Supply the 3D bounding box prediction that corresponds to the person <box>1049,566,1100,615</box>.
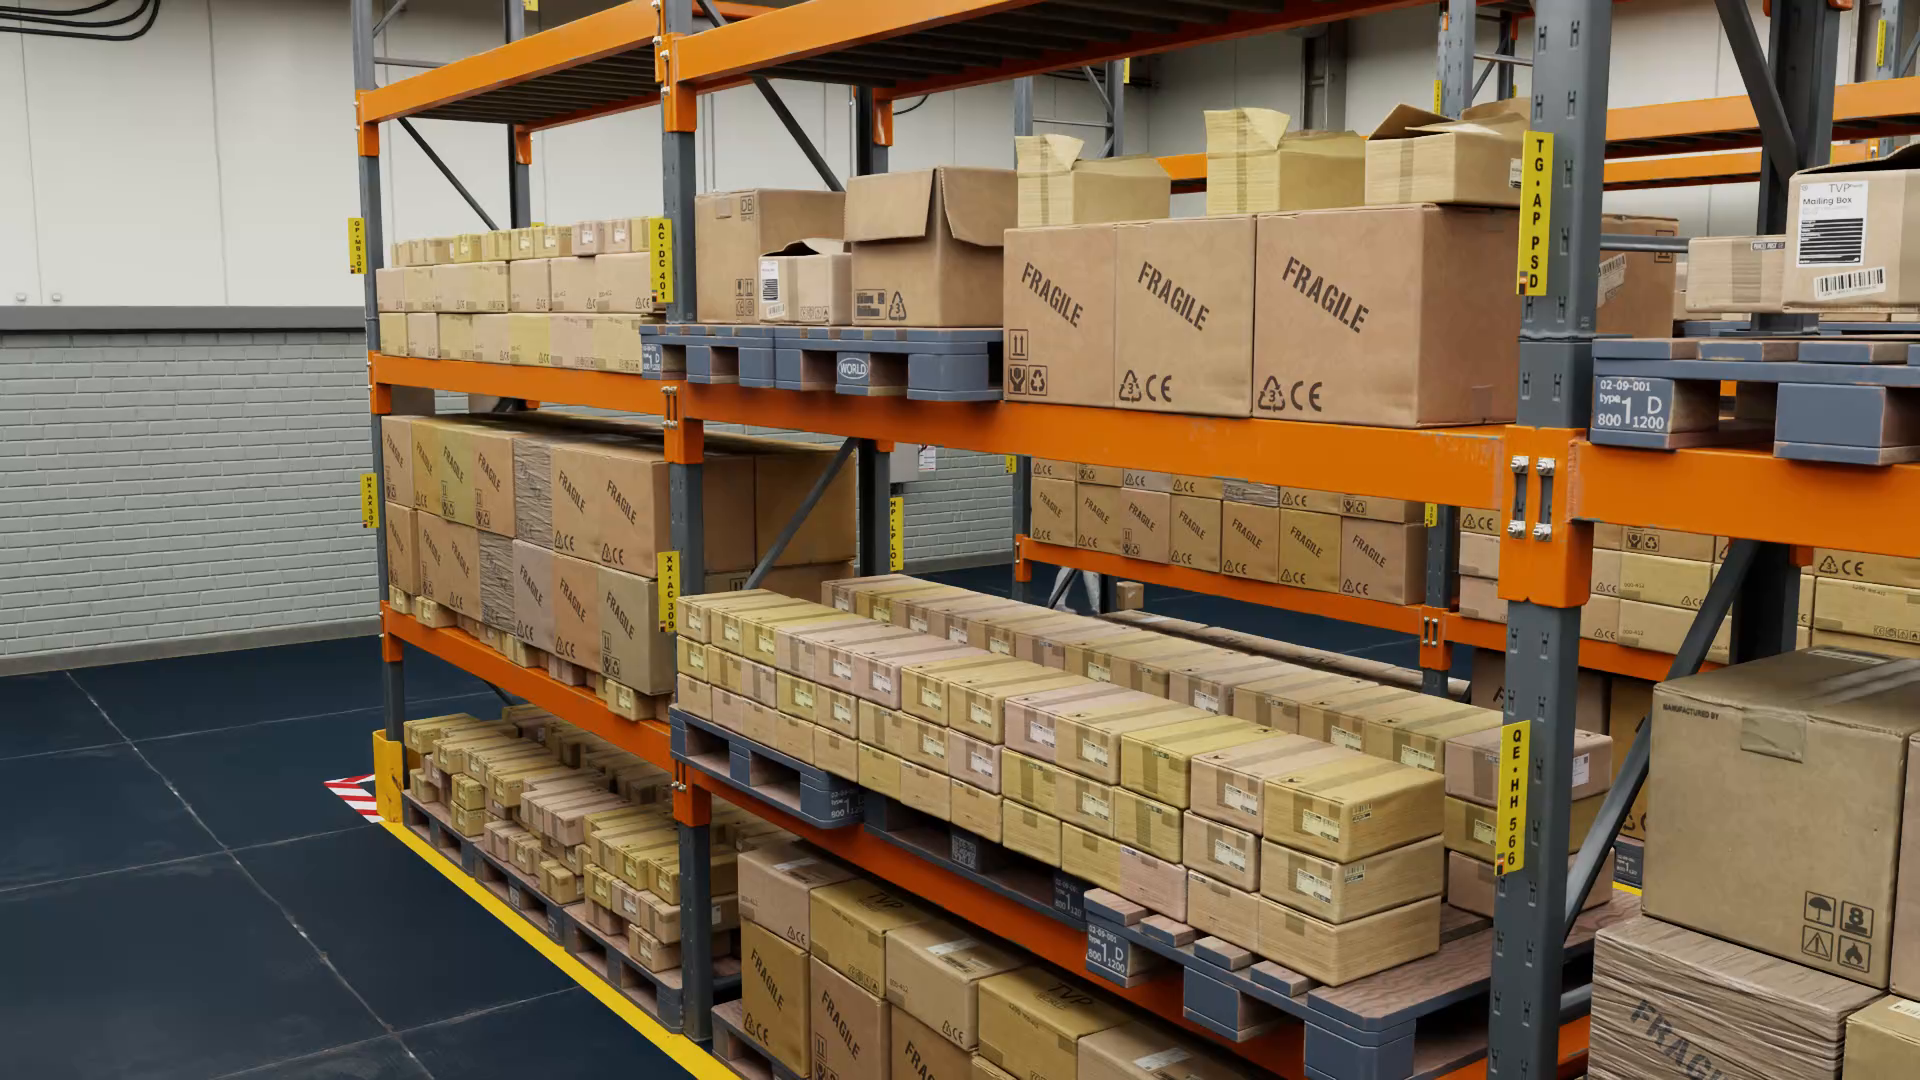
[{"bbox_3d":[1.195,-0.063,16.790,0.694,1.664,0.687,-2,8,-13],"label":"person"}]
